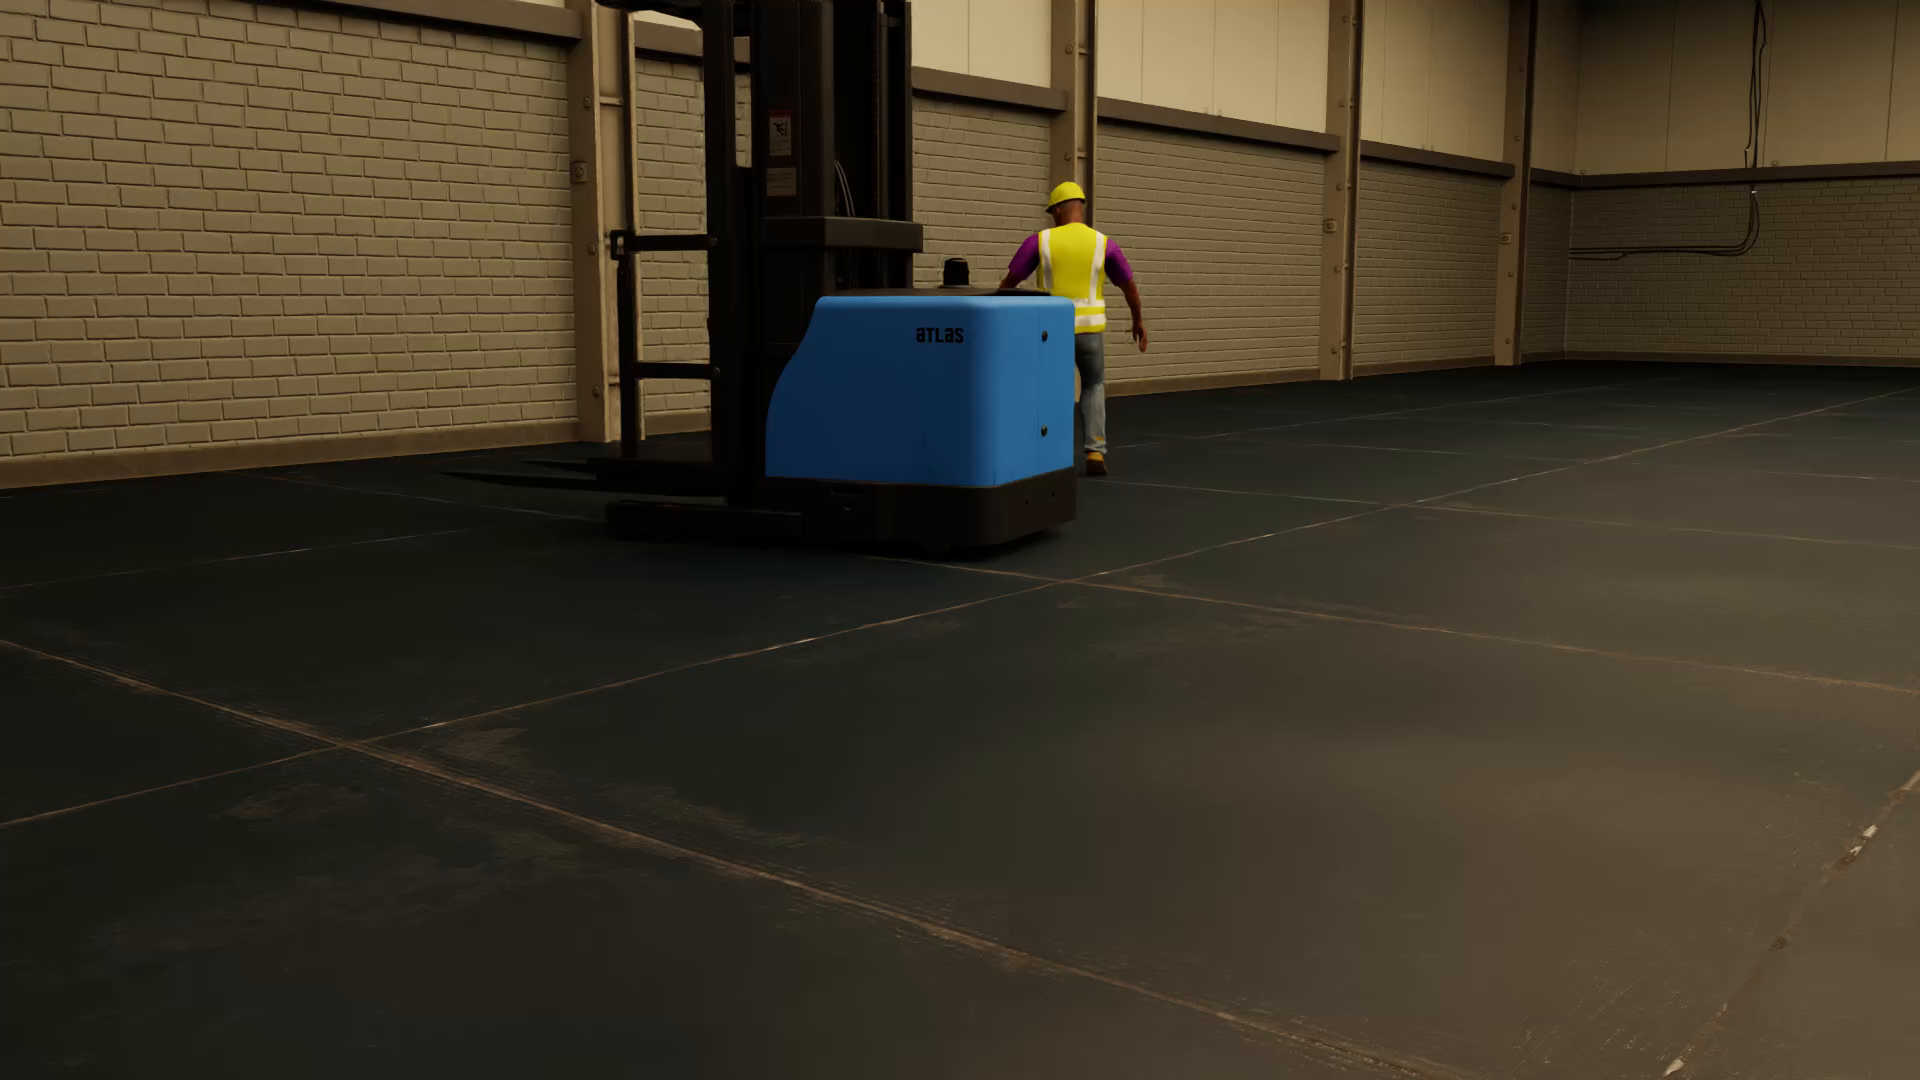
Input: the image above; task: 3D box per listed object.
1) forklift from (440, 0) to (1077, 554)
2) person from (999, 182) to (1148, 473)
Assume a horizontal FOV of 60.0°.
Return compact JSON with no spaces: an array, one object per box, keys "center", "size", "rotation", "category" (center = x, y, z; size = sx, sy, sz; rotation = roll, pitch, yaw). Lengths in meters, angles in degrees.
[{"center":[-1.029,-1.511,7.608],"size":[3.031,2.935,1.130],"rotation":[4,9,25],"category":"forklift"},{"center":[0.648,-1.235,9.971],"size":[0.966,1.785,0.497],"rotation":[0,8,3],"category":"person"}]
